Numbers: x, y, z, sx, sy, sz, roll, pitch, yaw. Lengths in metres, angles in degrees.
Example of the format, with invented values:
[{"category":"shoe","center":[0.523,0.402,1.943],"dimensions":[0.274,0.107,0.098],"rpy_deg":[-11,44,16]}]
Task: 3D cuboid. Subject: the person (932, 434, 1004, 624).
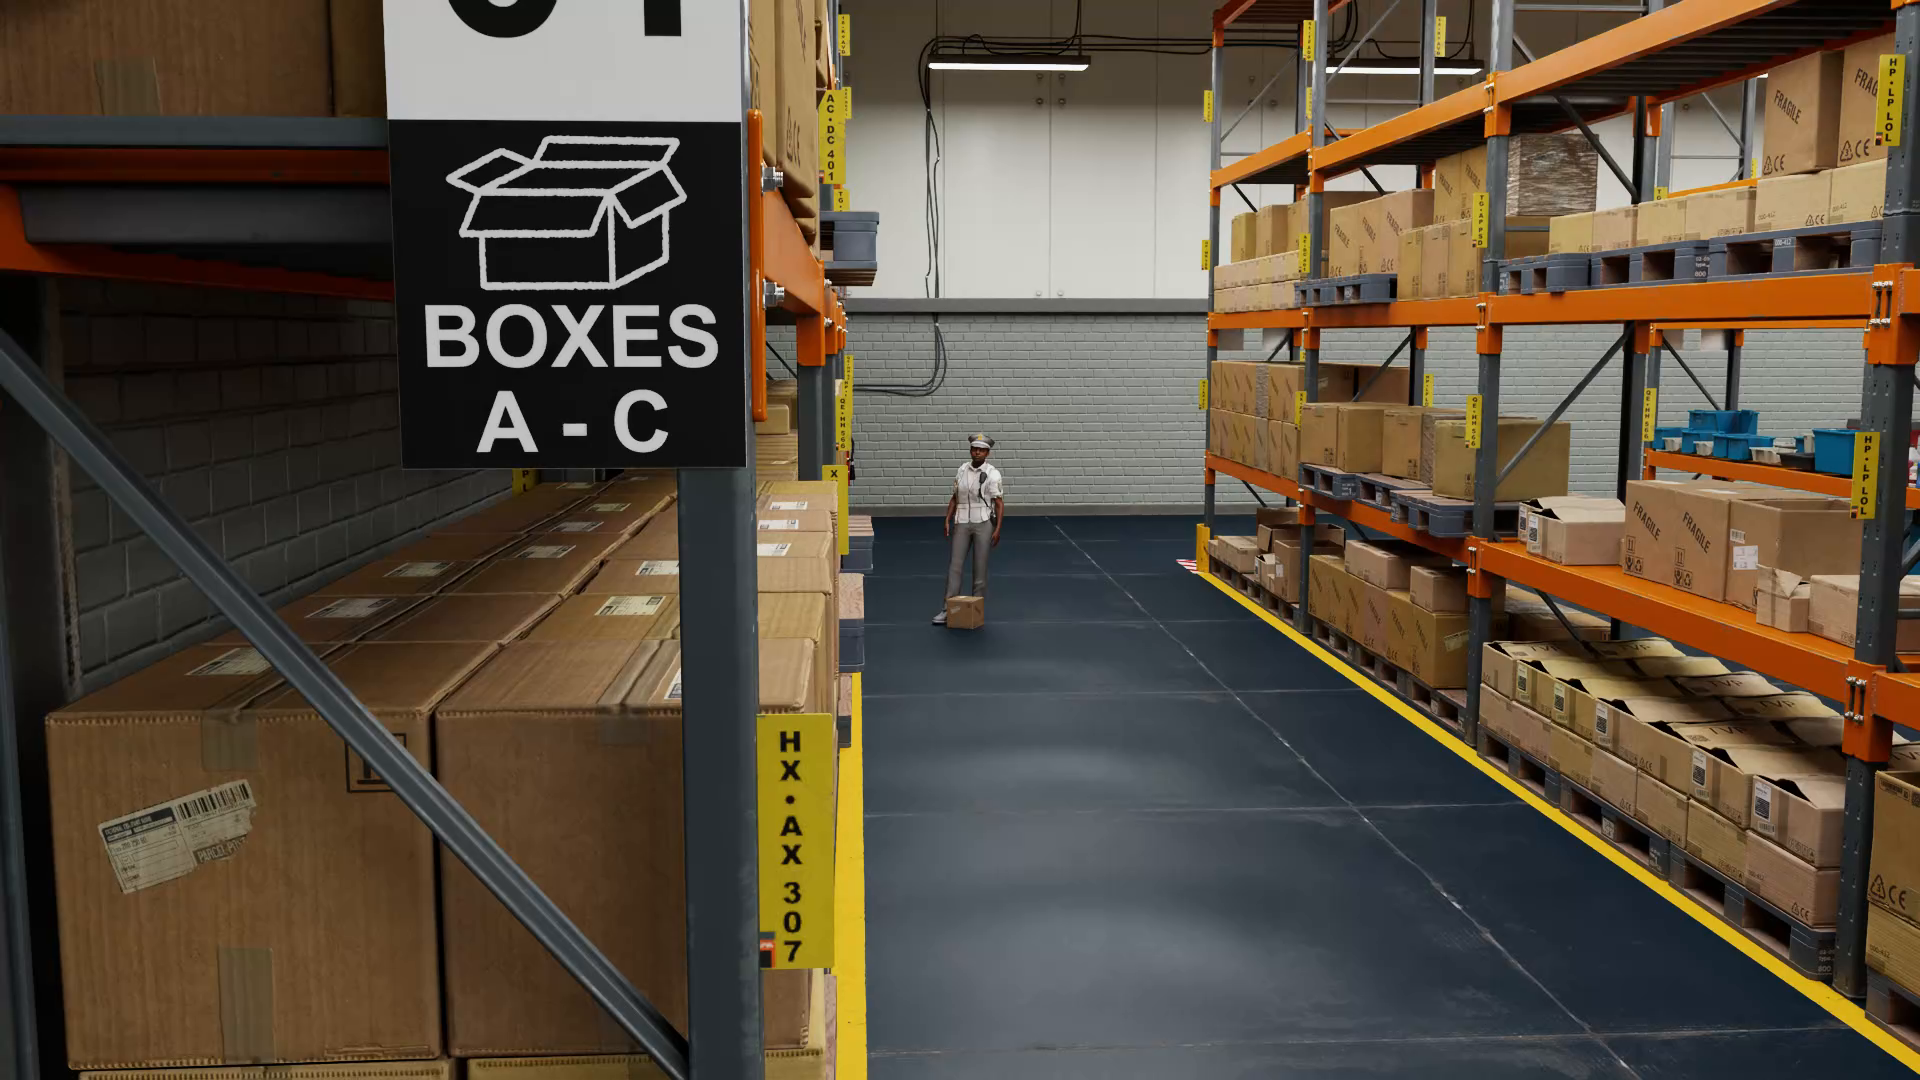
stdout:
[{"category":"person","center":[0.088,-0.105,14.910],"dimensions":[0.569,1.692,0.530],"rpy_deg":[3,7,21]}]
